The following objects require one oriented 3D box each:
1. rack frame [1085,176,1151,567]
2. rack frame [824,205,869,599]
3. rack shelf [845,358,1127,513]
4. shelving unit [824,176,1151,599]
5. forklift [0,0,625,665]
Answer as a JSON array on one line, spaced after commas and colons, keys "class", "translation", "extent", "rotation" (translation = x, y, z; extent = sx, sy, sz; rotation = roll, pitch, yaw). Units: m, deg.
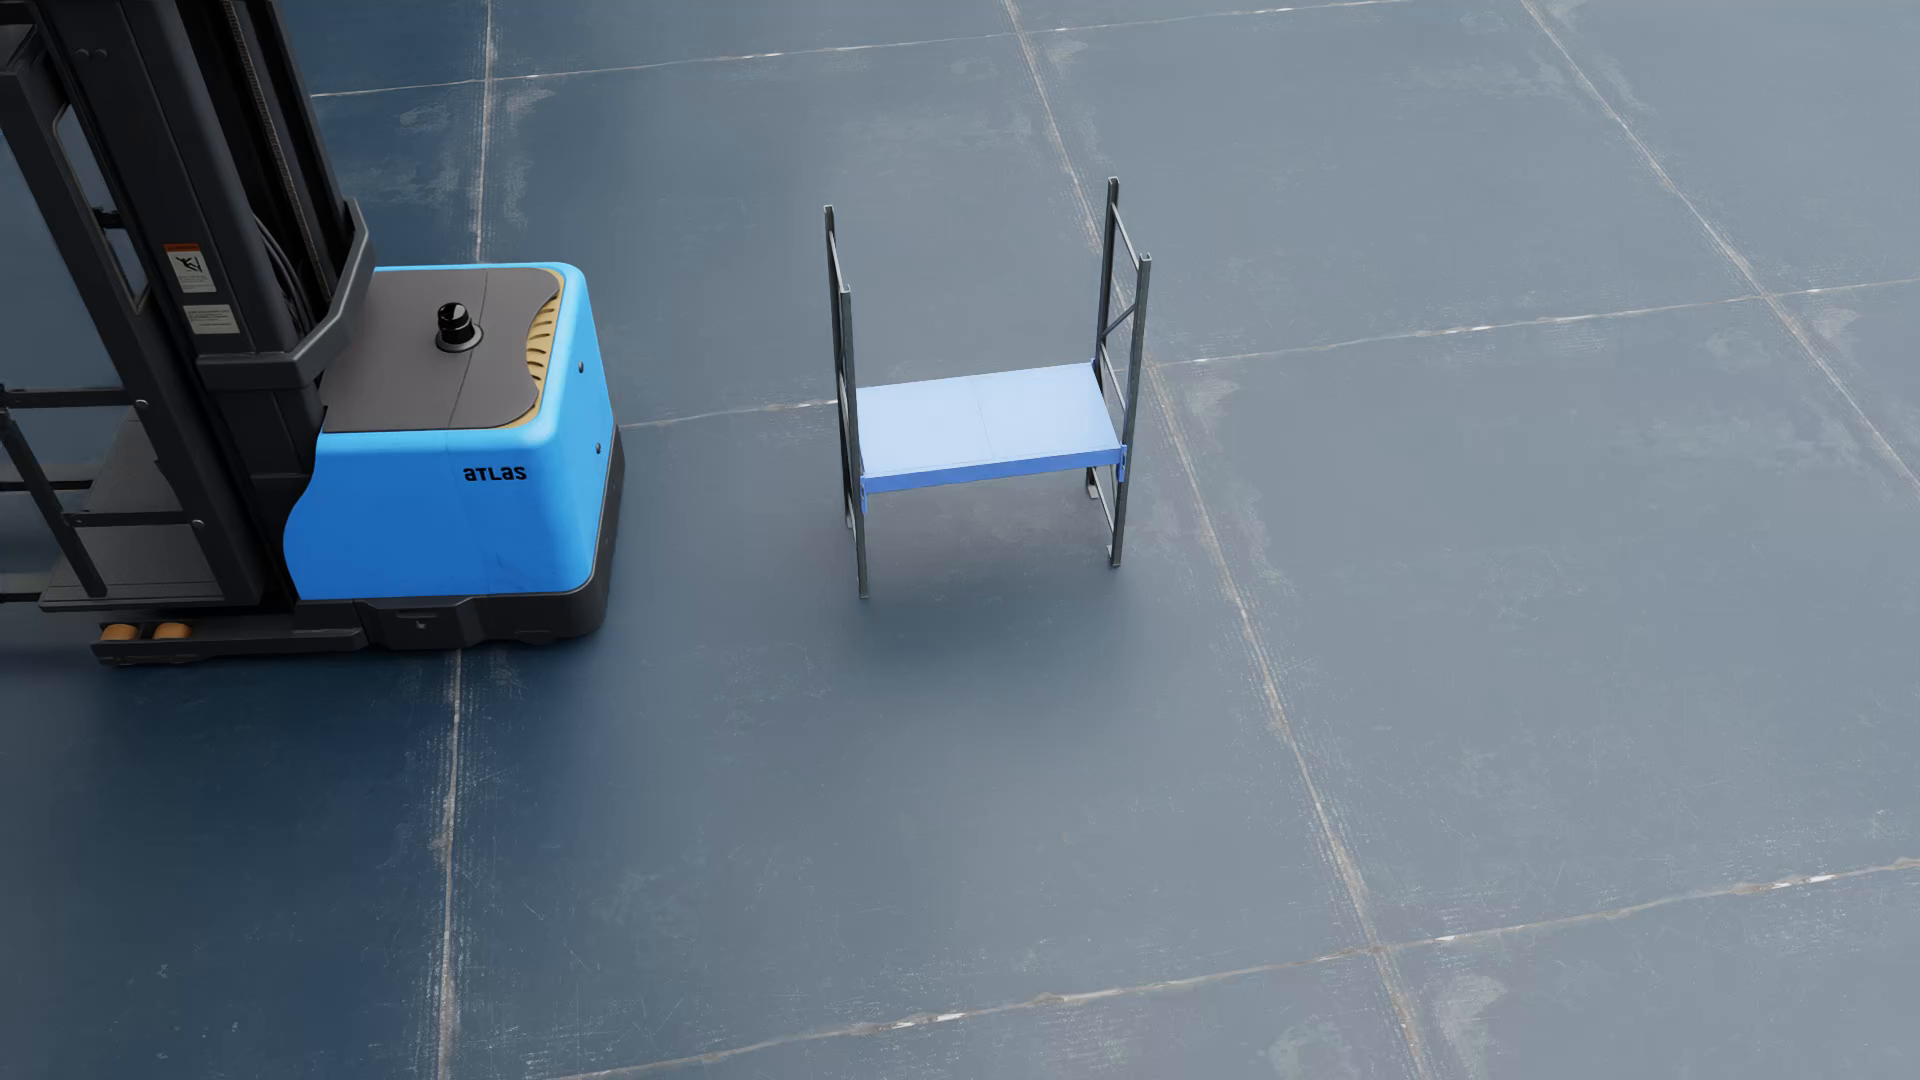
[{"class": "rack frame", "translation": [0.585, -0.593, 6.280], "extent": [0.032, 1.500, 0.500], "rotation": [-7, 46, -7]}, {"class": "rack frame", "translation": [-0.417, -0.468, 6.160], "extent": [0.032, 1.500, 0.500], "rotation": [-7, 46, -7]}, {"class": "rack shelf", "translation": [0.084, -0.406, 6.350], "extent": [1.000, 0.185, 0.538], "rotation": [-7, 46, -7]}, {"class": "shelving unit", "translation": [0.084, -0.531, 6.220], "extent": [1.048, 1.500, 0.538], "rotation": [-7, 46, -7]}, {"class": "forklift", "translation": [-2.895, -0.934, 5.615], "extent": [3.031, 2.935, 1.130], "rotation": [-2, 46, -2]}]
